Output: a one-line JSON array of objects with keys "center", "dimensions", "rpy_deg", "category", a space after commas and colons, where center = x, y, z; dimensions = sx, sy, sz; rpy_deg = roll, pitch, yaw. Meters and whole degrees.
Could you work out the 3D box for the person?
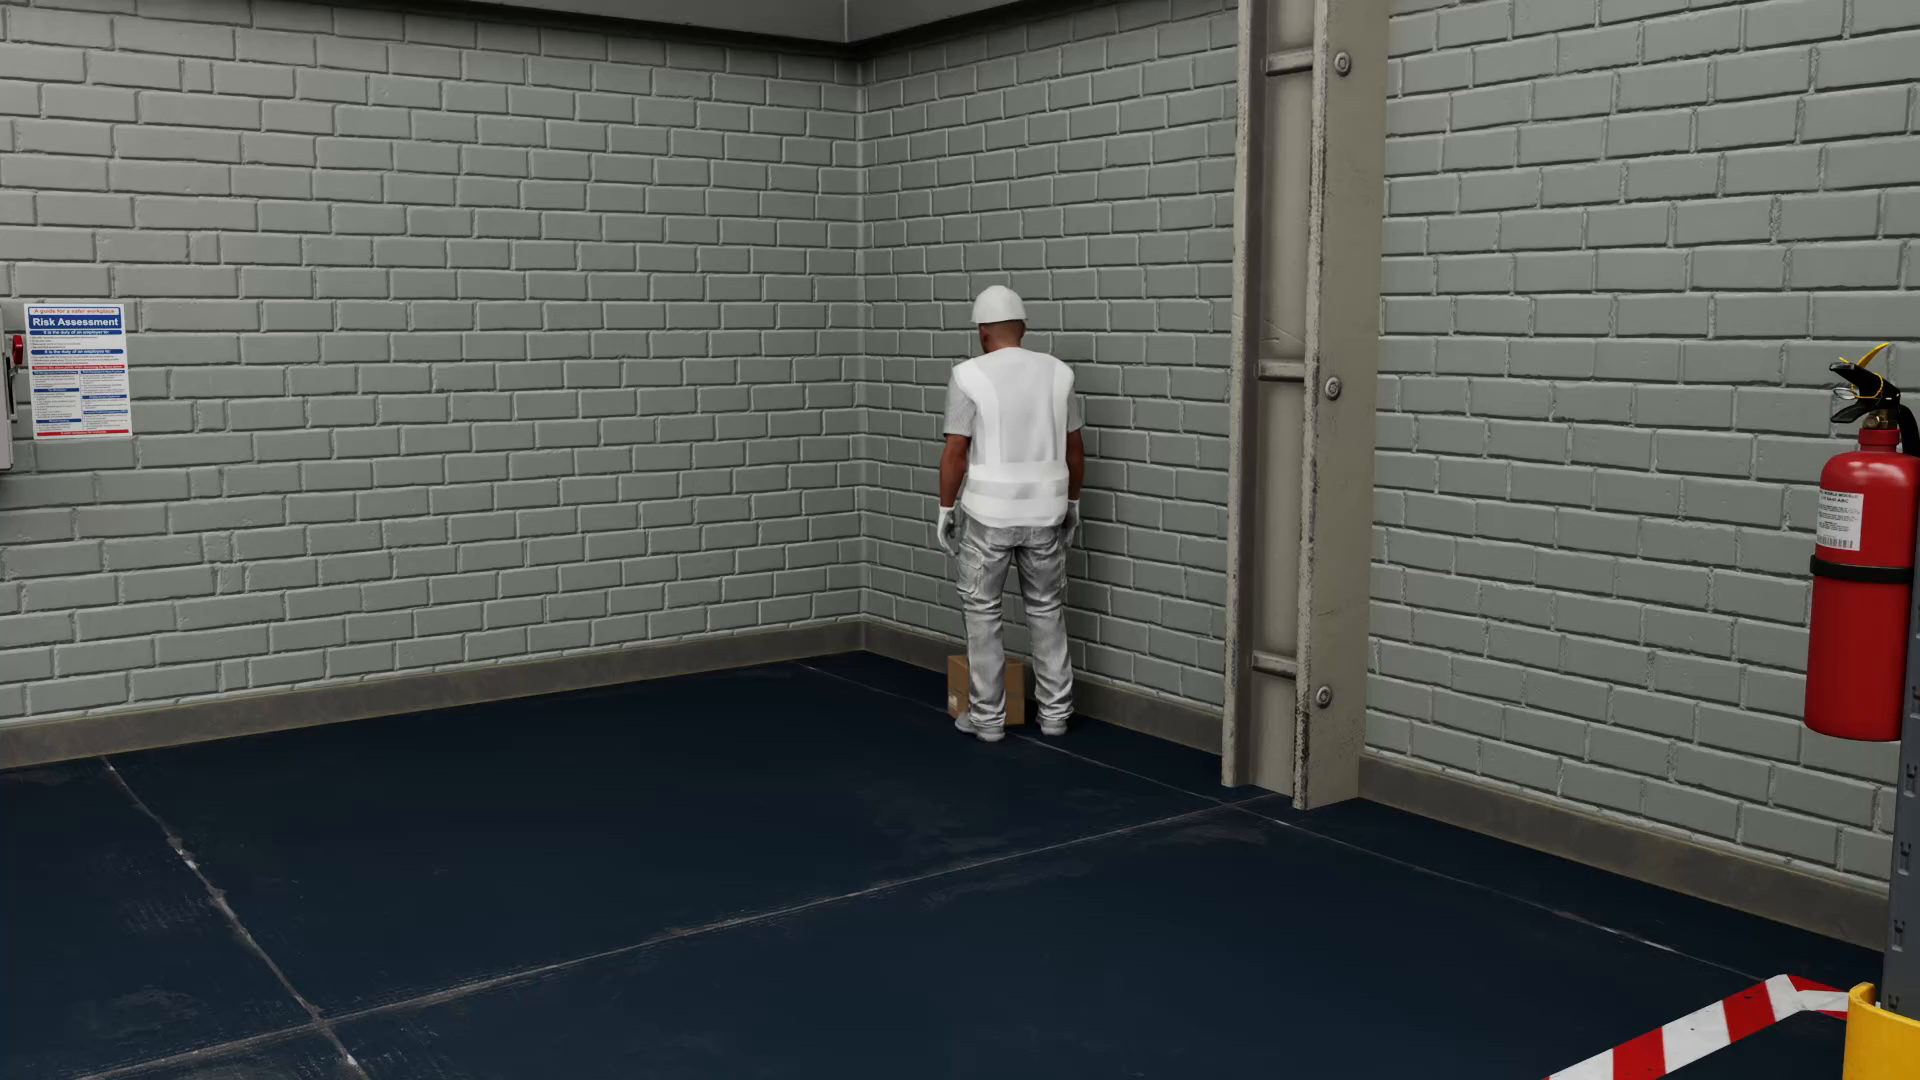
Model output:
[{"center": [0.197, -0.105, 6.542], "dimensions": [0.610, 1.773, 0.450], "rpy_deg": [-3, 8, -19], "category": "person"}]
